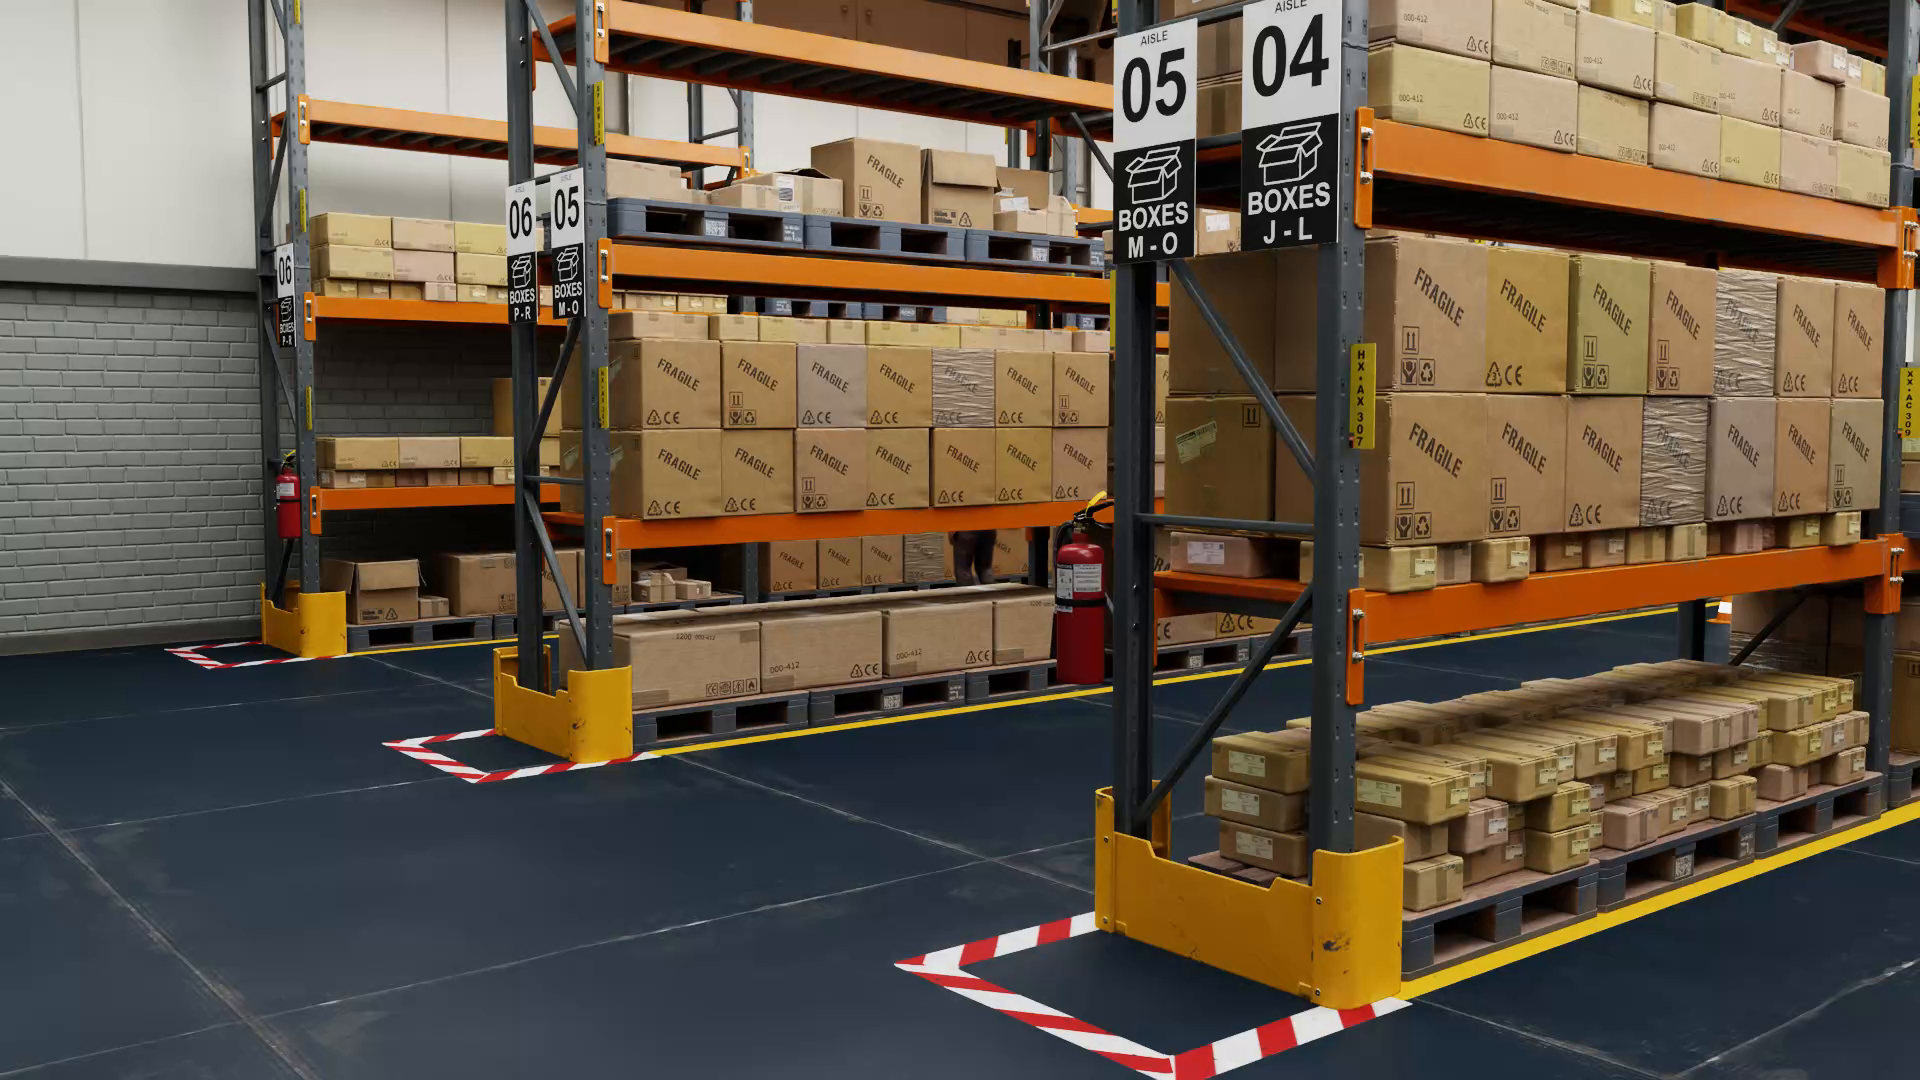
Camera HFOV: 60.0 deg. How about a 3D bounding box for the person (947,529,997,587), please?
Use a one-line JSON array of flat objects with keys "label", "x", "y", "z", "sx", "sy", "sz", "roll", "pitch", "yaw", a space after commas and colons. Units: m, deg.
[{"label": "person", "x": 0.121, "y": -0.101, "z": 15.122, "sx": 0.533, "sy": 1.719, "sz": 0.357, "roll": -3, "pitch": 5, "yaw": -38}]
